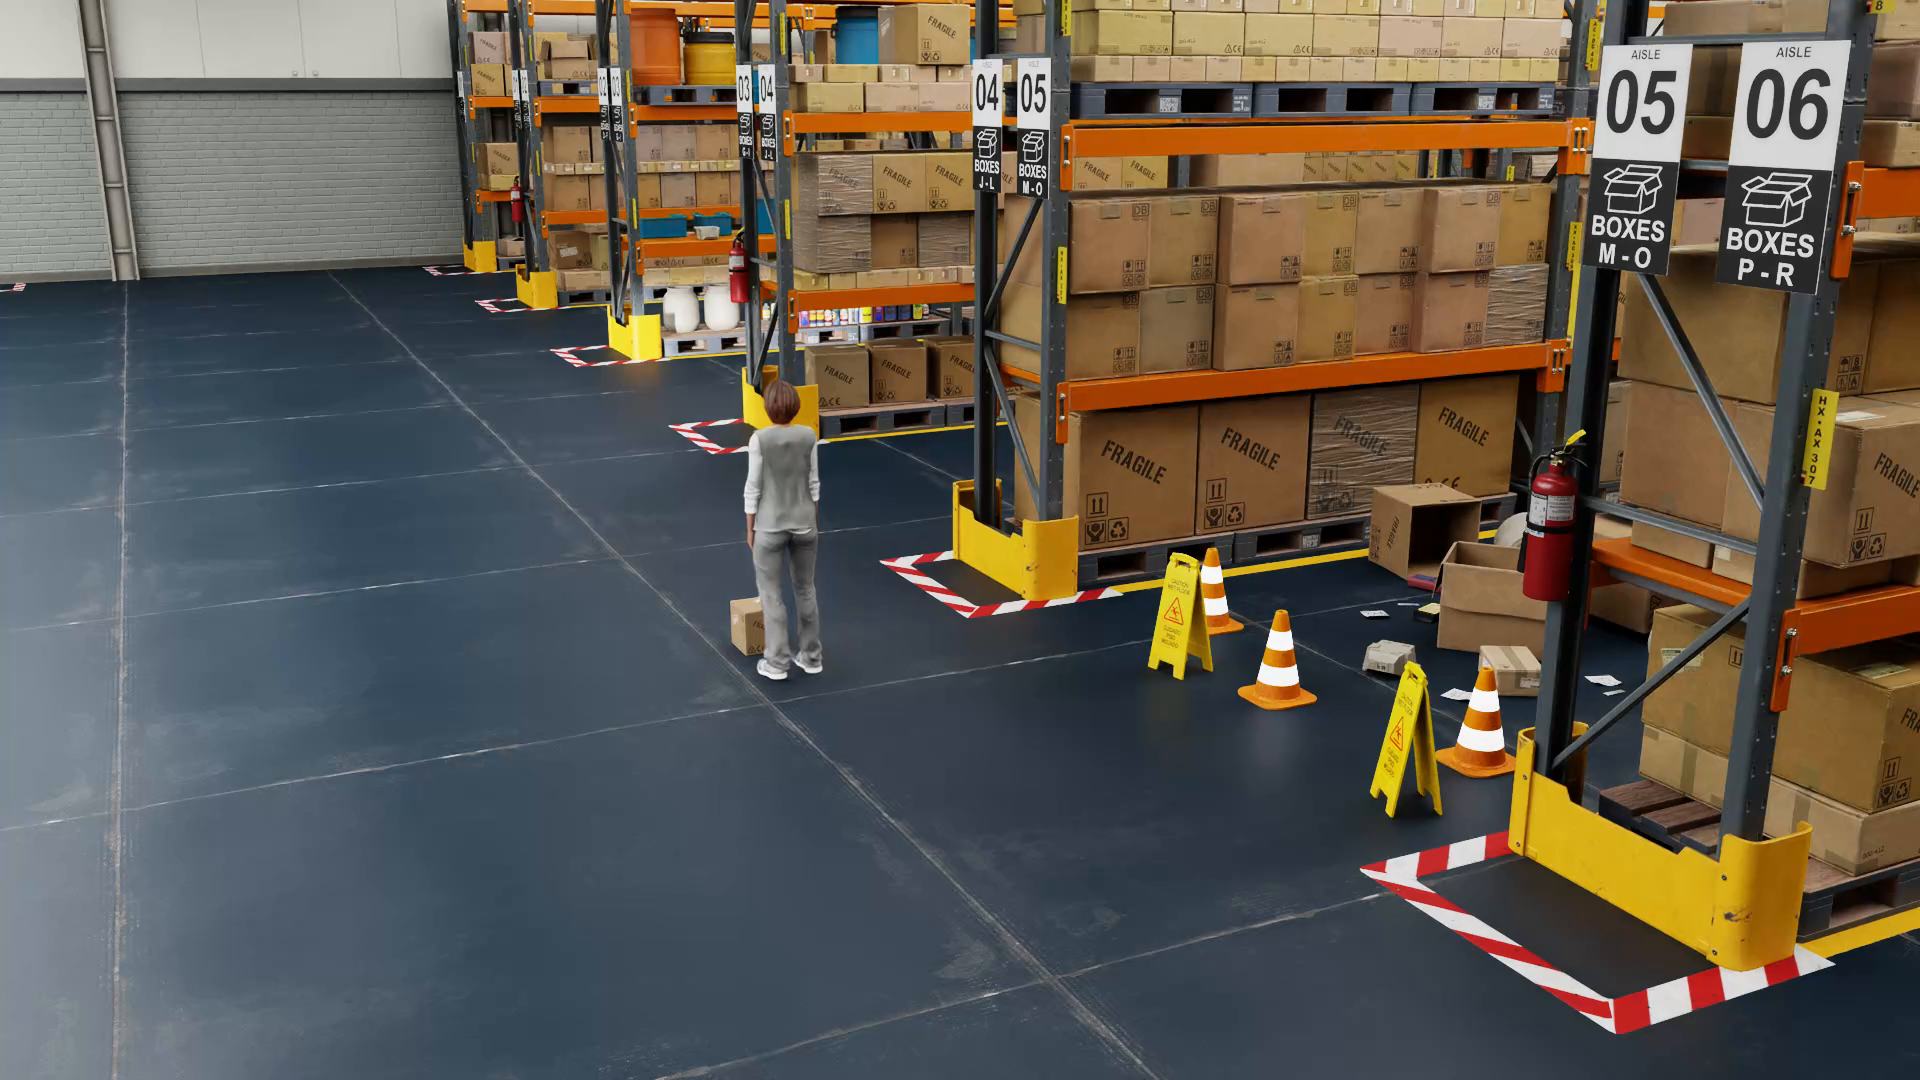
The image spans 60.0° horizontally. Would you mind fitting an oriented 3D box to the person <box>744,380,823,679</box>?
[{"bbox_3d":[-0.933,-0.052,8.738,0.406,1.596,0.310,-7,17,-24],"label":"person"}]
